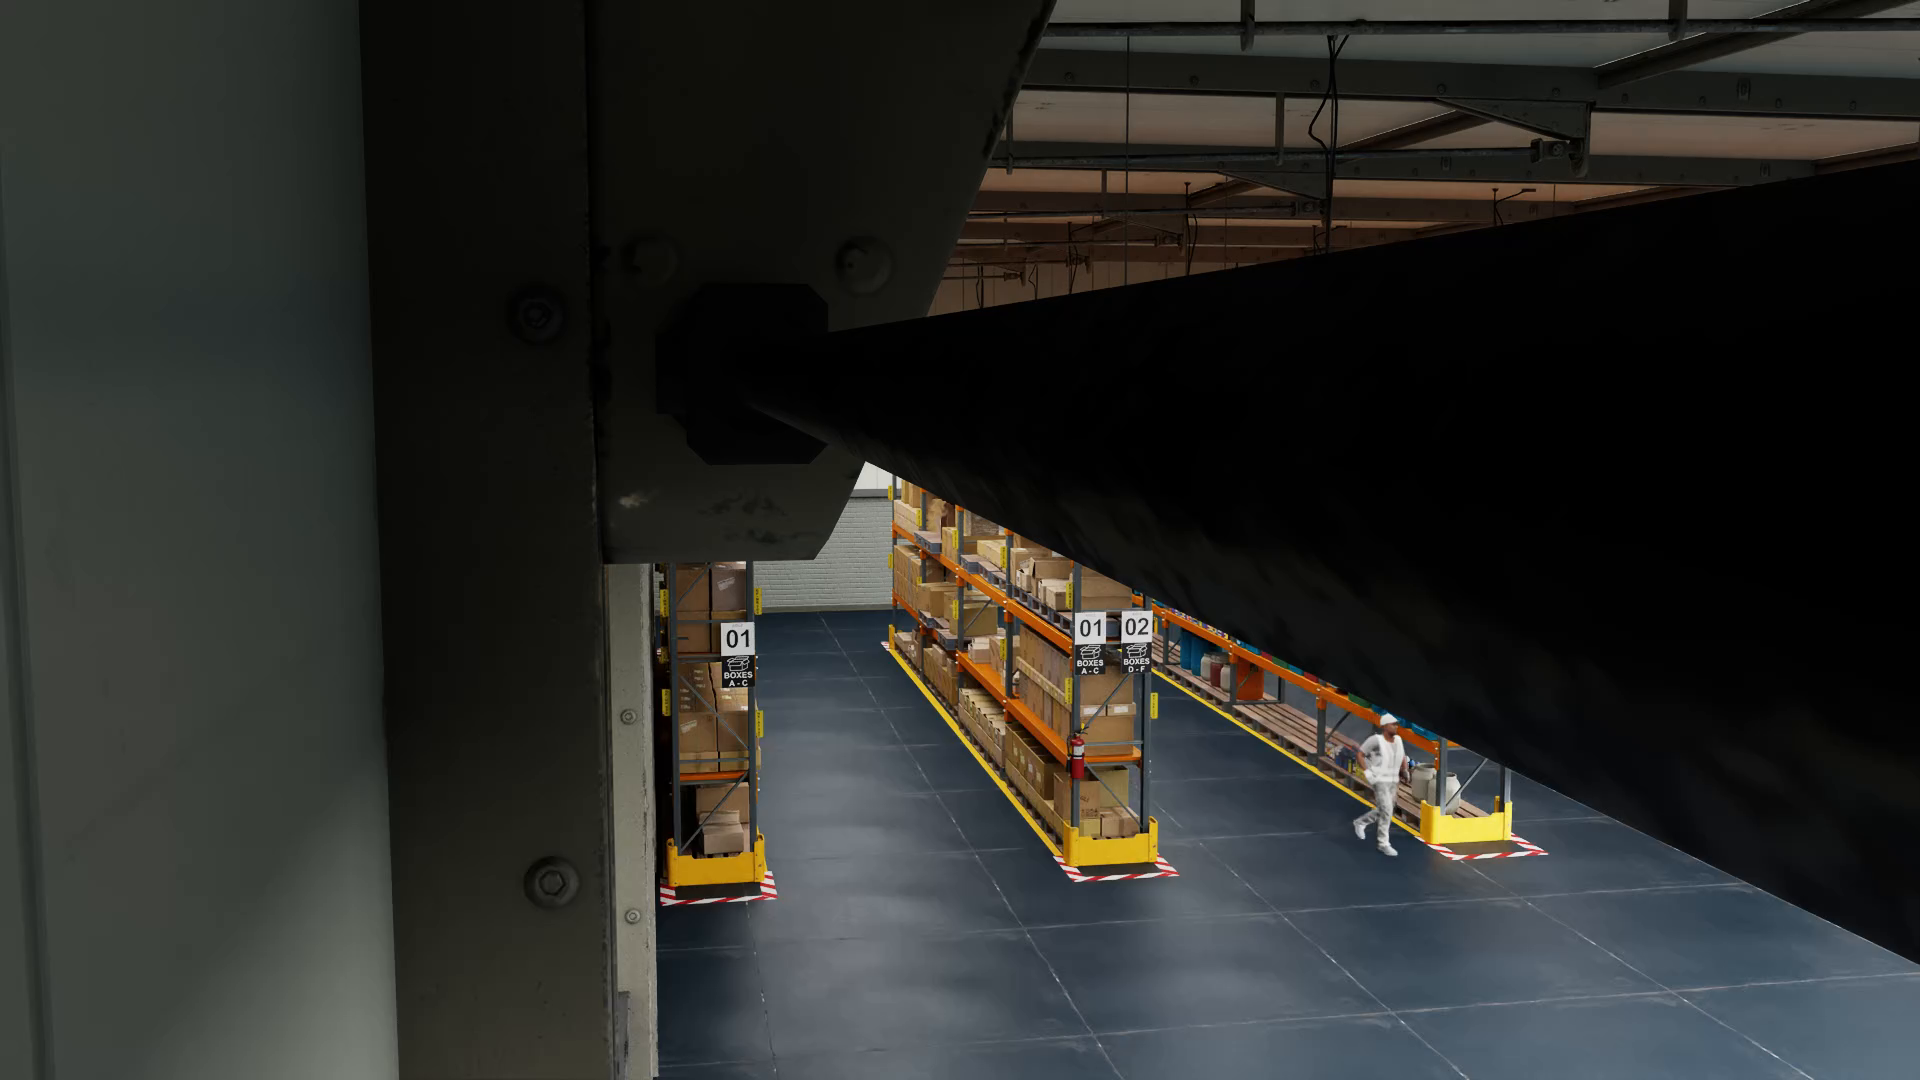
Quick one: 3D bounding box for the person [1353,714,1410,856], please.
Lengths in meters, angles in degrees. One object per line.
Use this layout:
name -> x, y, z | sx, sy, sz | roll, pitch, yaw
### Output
person -> 5.493, 3.136, 21.606 | 0.716, 1.766, 0.794 | -4, 7, -35
